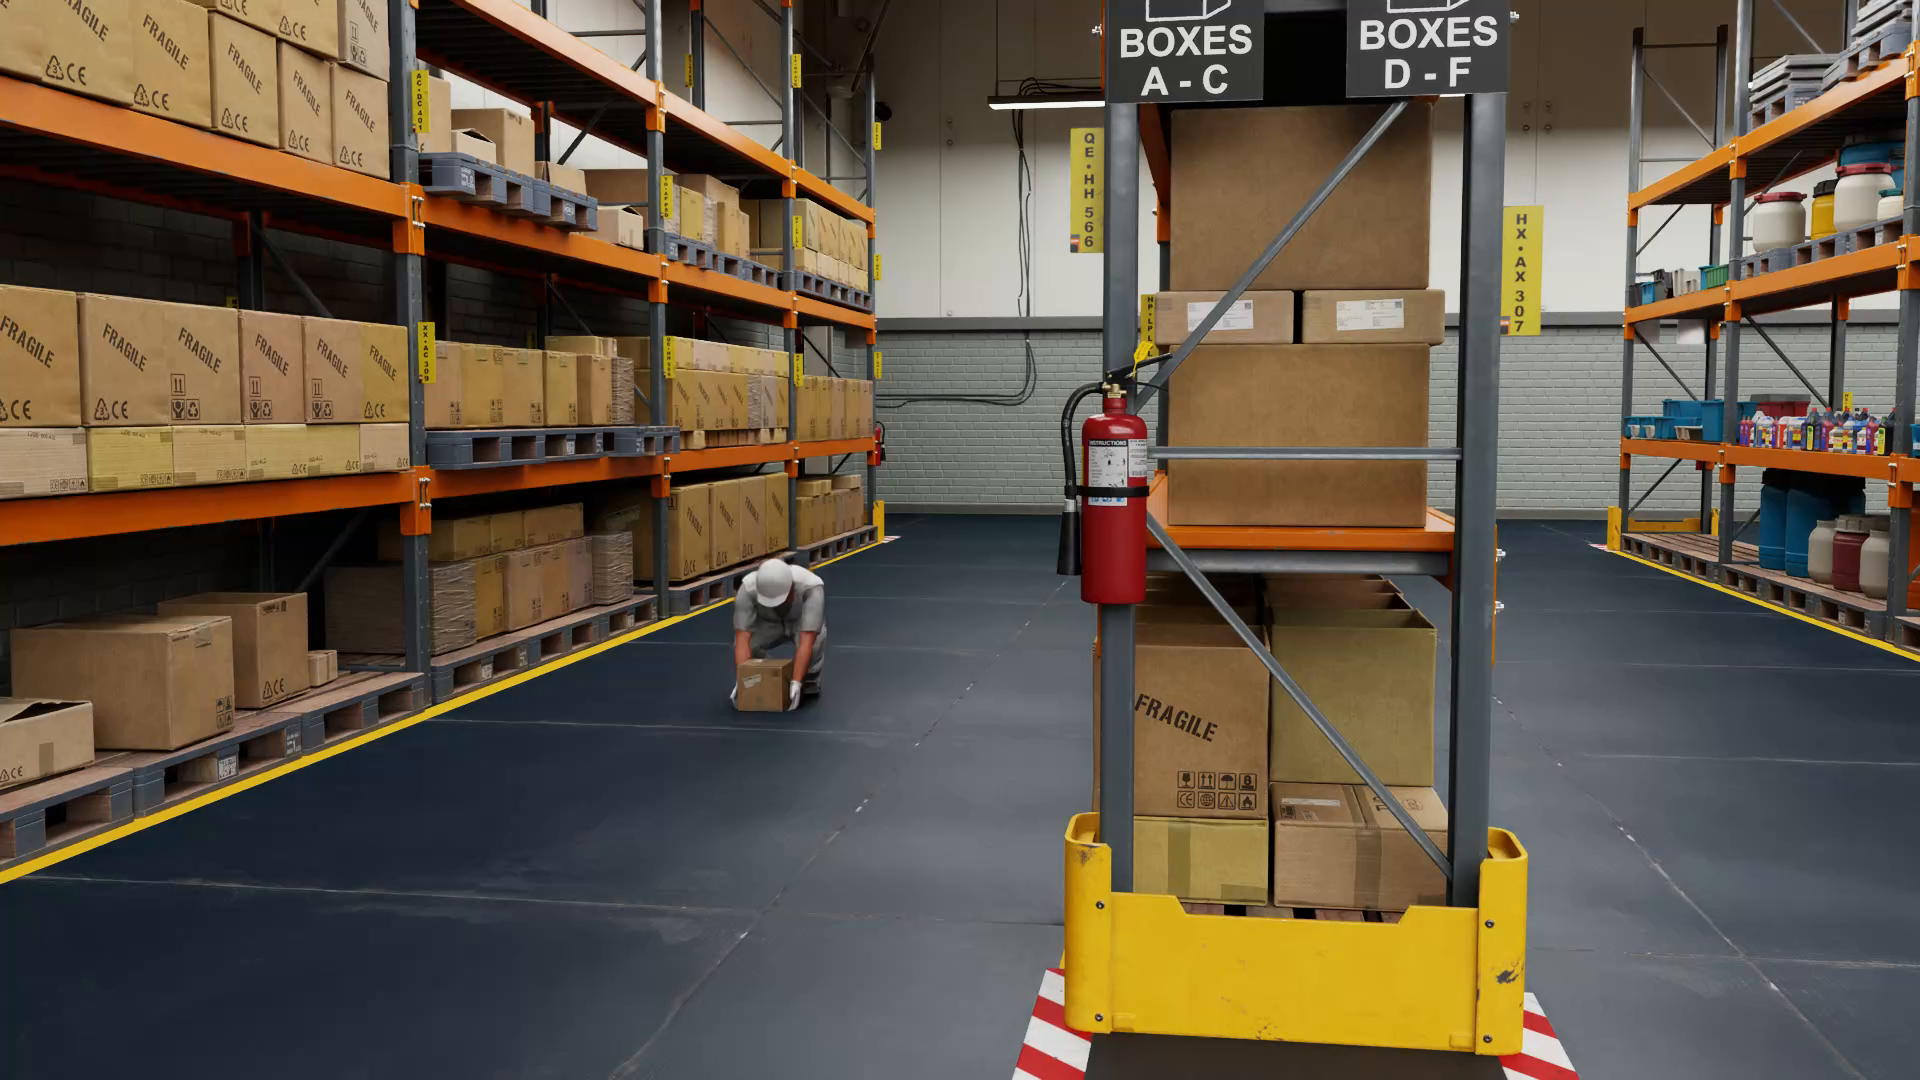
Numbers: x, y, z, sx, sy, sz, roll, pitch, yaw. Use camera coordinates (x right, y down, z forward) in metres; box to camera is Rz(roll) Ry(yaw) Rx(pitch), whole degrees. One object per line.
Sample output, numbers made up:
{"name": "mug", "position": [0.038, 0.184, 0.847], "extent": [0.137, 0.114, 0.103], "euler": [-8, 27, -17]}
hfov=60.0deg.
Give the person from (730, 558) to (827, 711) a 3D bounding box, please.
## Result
{"name": "person", "position": [-1.006, 0.511, 9.397], "extent": [0.553, 0.878, 0.901], "euler": [1, 4, 9]}
